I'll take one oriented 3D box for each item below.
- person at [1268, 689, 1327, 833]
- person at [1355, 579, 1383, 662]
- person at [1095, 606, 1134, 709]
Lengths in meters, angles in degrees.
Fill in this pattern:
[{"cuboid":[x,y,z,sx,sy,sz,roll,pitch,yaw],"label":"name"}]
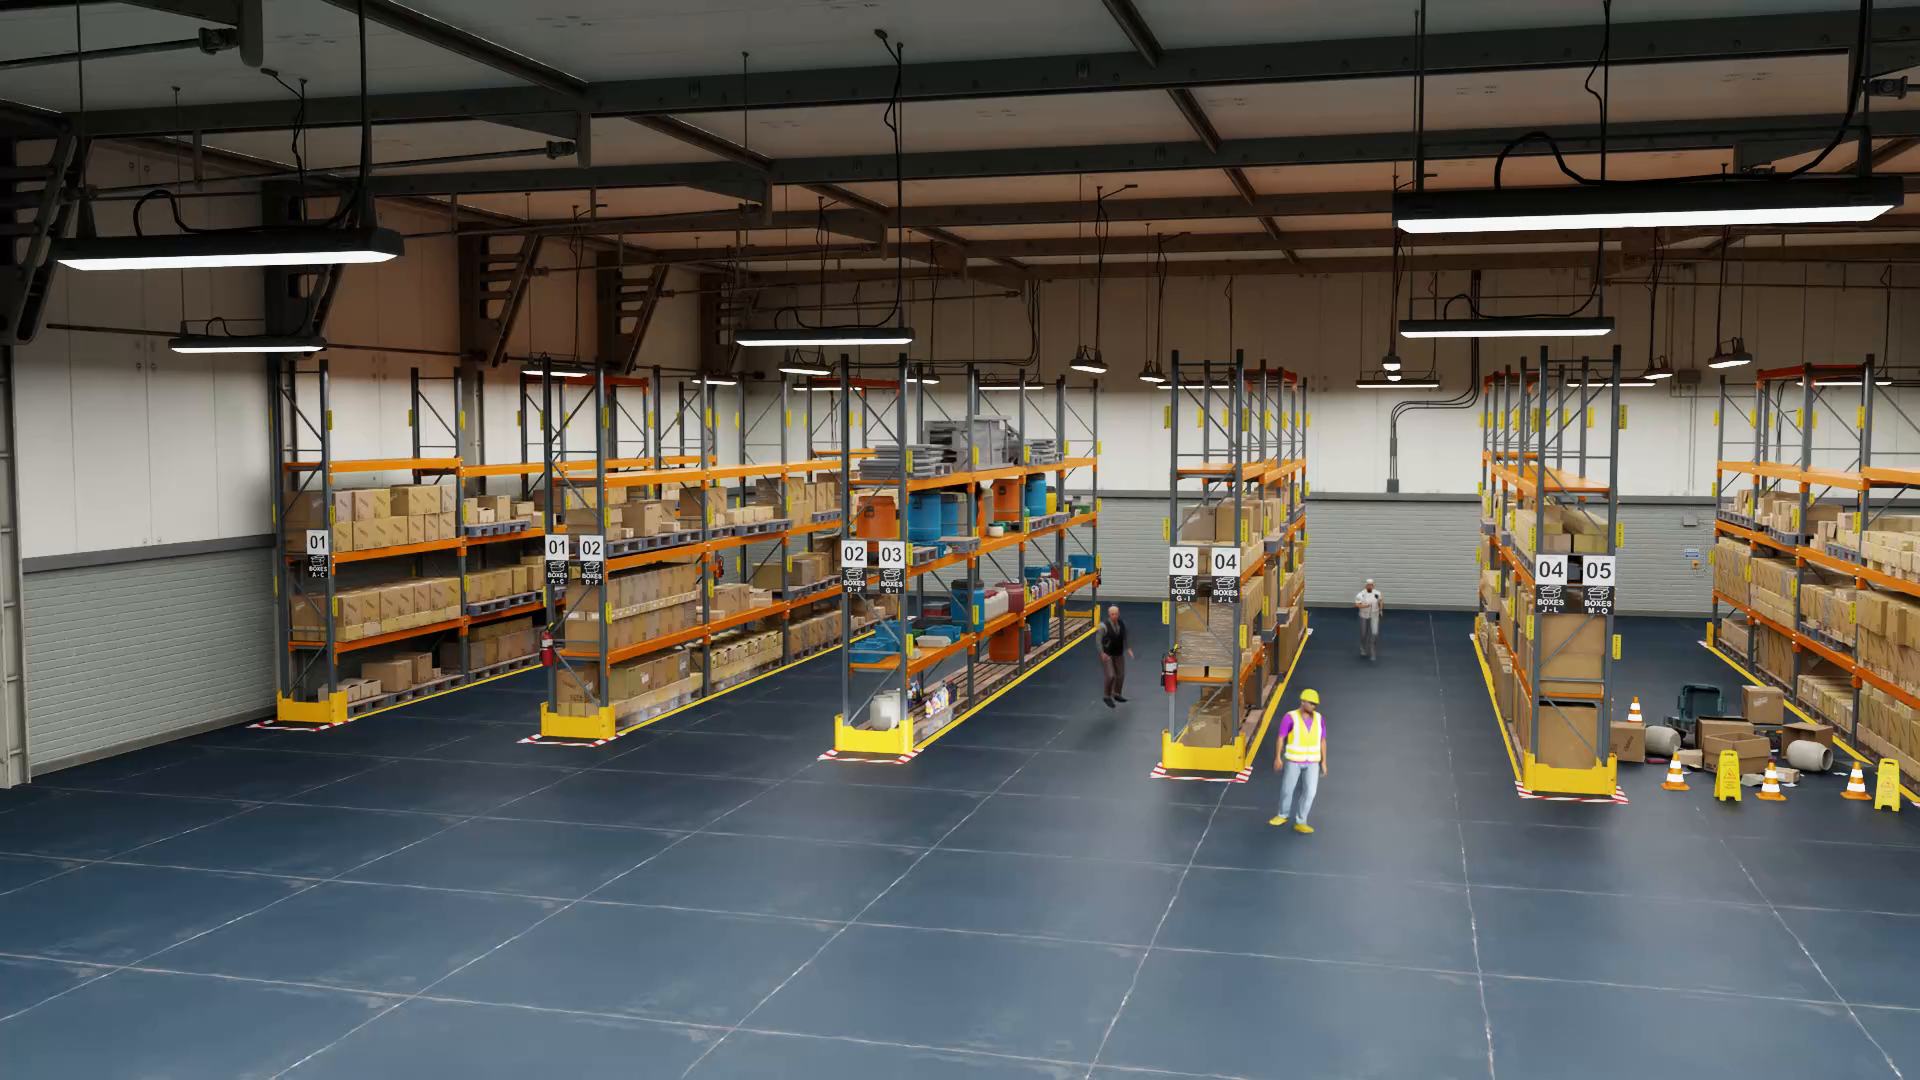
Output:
[{"cuboid":[4.113,2.676,20.239,0.675,1.741,0.489,-1,4,-9],"label":"person"},{"cuboid":[8.580,1.665,34.883,0.589,1.724,0.840,1,4,7],"label":"person"},{"cuboid":[2.536,2.016,27.689,0.659,1.545,0.566,-2,5,-26],"label":"person"}]
